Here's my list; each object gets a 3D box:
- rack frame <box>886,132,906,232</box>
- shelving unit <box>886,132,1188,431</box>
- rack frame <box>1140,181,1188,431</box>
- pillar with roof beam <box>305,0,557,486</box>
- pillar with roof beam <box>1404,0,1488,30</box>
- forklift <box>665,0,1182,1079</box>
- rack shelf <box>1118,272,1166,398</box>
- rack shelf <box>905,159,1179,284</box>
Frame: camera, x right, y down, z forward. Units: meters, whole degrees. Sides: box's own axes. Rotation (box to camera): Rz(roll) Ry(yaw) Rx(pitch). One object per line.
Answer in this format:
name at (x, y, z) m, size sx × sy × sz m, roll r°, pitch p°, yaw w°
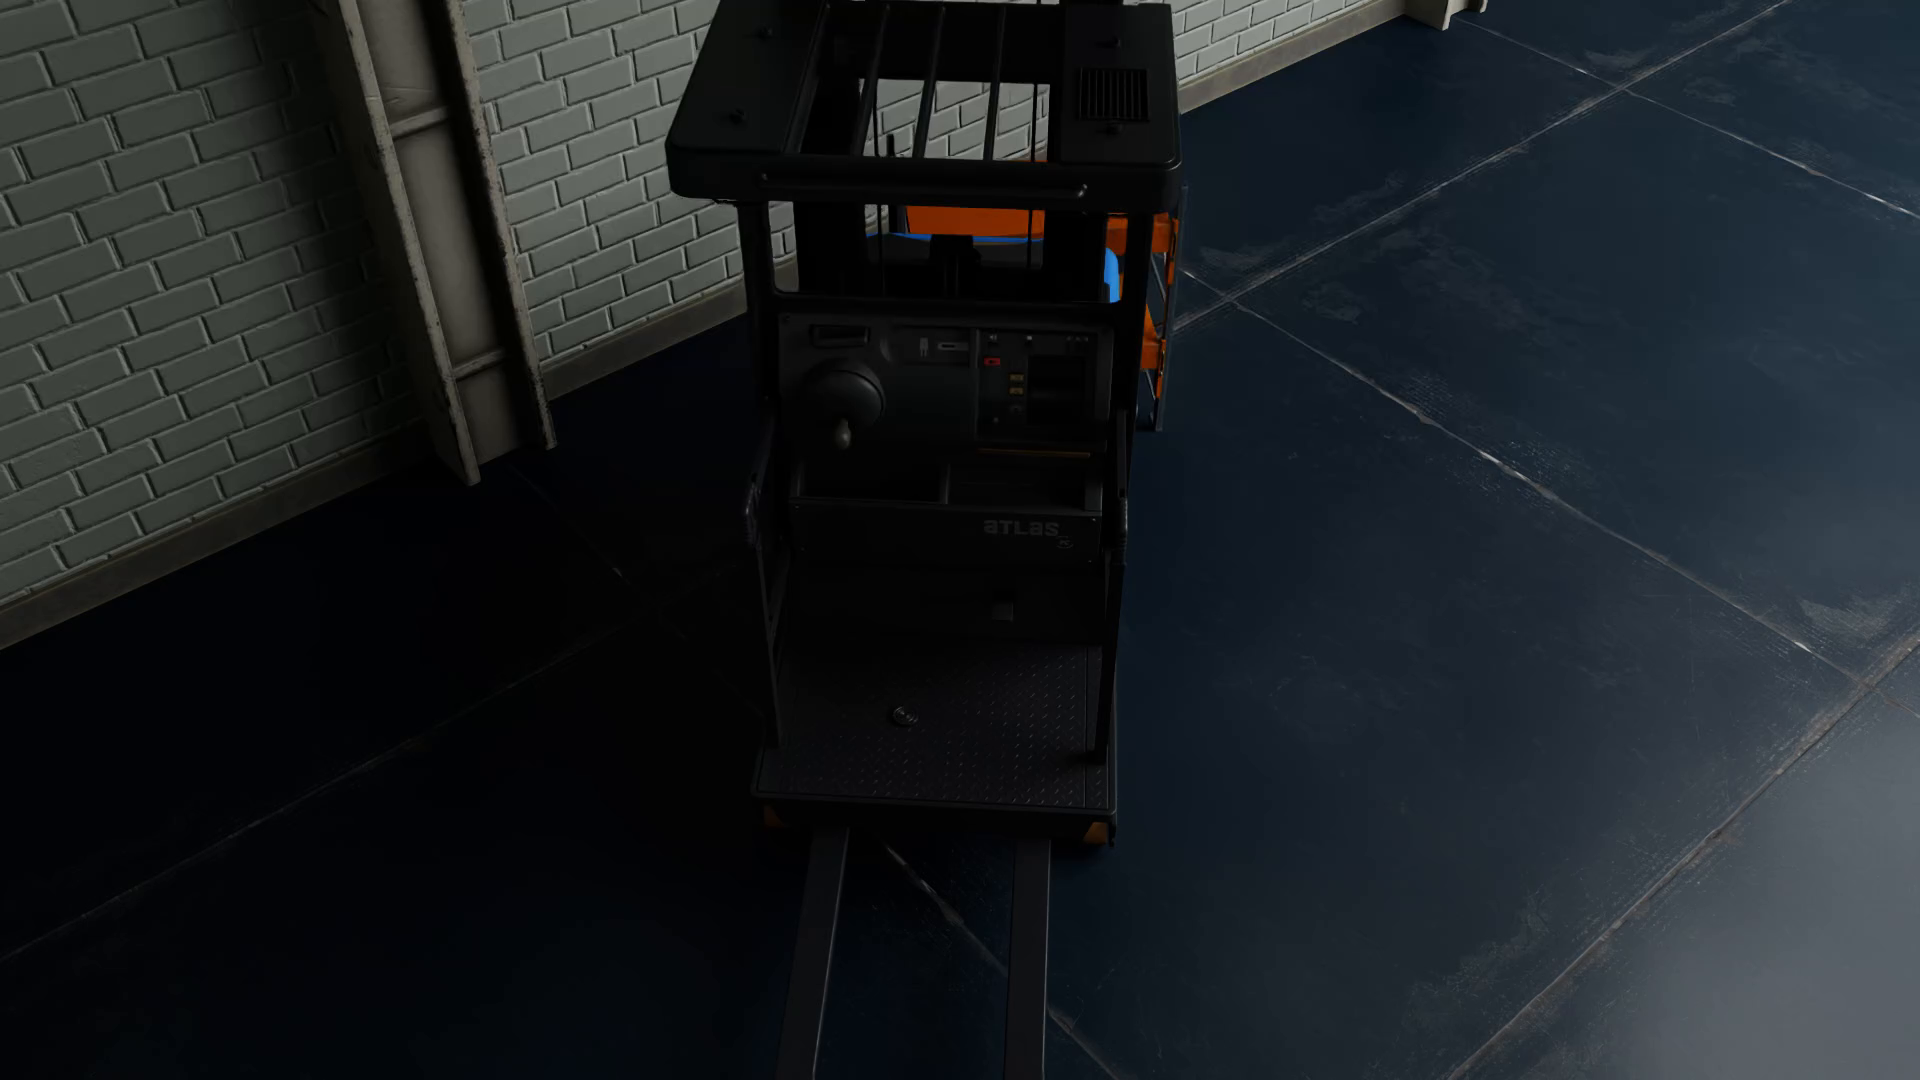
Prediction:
rack frame at (-0.235, -0.949, 6.439) m, size 0.032 × 1.125 × 0.500 m, roll -4°, pitch 43°, yaw -4°
shelving unit at (0.270, -0.985, 6.477) m, size 1.048 × 1.125 × 0.538 m, roll -4°, pitch 43°, yaw -4°
rack frame at (0.776, -1.020, 6.515) m, size 0.032 × 1.125 × 0.500 m, roll -4°, pitch 43°, yaw -4°
pillar with roof beam at (0.902, -1.393, 1.160) m, size 0.400 × 9.000 × 9.100 m, roll -30°, pitch 51°, yaw -28°
pillar with roof beam at (5.505, -4.029, 3.966) m, size 0.400 × 9.000 × 9.100 m, roll -30°, pitch 51°, yaw -28°
forklift at (-0.054, -0.351, 4.483) m, size 1.130 × 2.935 × 3.031 m, roll 3°, pitch 43°, yaw 3°
rack shelf at (0.270, -0.806, 6.644) m, size 1.000 × 0.278 × 0.538 m, roll -4°, pitch 43°, yaw -4°
rack shelf at (0.270, -1.198, 6.276) m, size 1.000 × 0.278 × 0.538 m, roll -4°, pitch 43°, yaw -4°
